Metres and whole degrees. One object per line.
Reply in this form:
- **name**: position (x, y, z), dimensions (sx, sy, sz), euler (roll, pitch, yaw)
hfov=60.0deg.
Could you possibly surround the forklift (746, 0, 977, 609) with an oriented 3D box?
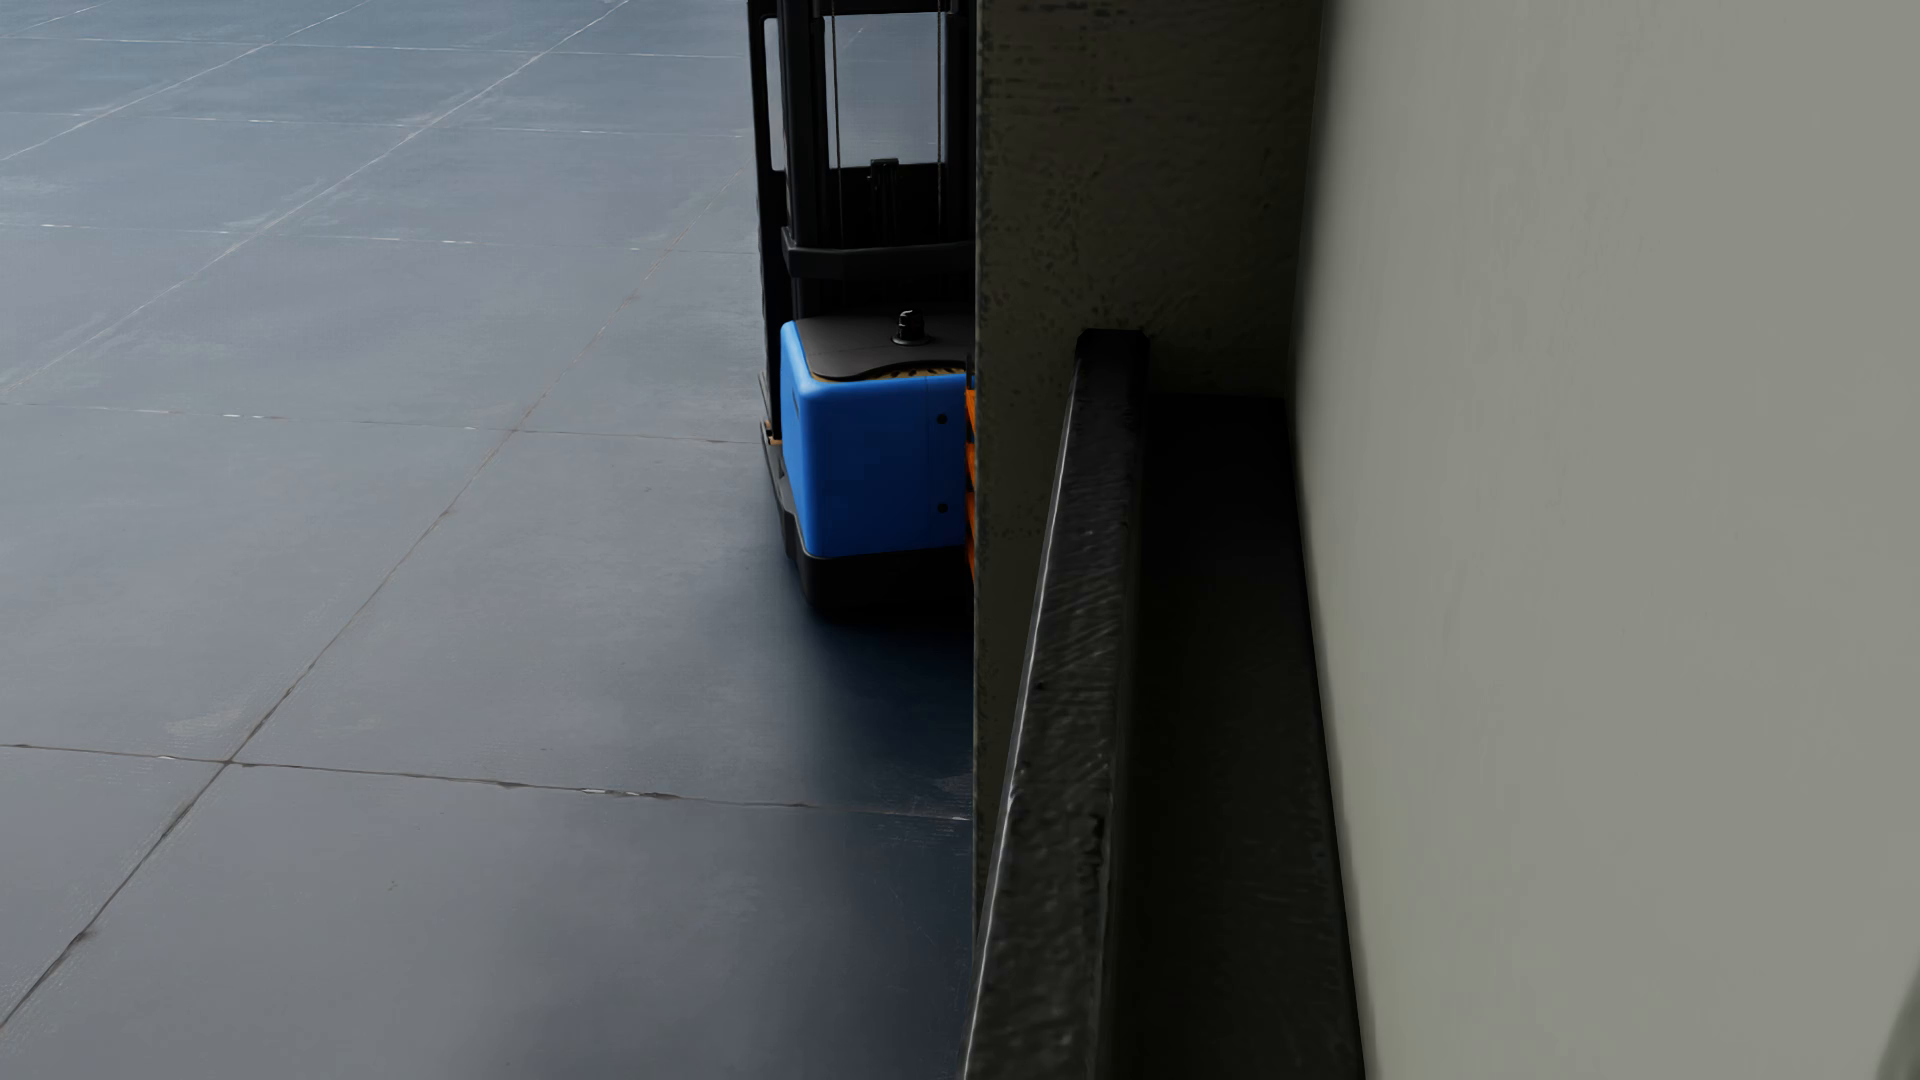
- **forklift**: position (-0.423, -1.679, 7.776), dimensions (1.130, 2.935, 3.031), euler (-5, 29, -10)

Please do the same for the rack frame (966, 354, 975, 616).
- **rack frame**: position (0.144, -0.211, 6.877), dimensions (0.240, 1.200, 0.015), euler (-3, 28, -5)

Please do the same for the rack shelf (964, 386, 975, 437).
- **rack shelf**: position (0.167, -0.442, 6.477), dimensions (0.258, 0.148, 0.480), euler (-3, 28, -5)

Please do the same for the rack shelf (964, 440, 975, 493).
- **rack shelf**: position (0.167, -0.234, 6.589), dimensions (0.258, 0.148, 0.480), euler (-3, 28, -5)

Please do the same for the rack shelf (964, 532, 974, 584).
- **rack shelf**: position (0.167, 0.138, 6.789), dimensions (0.258, 0.148, 0.480), euler (-3, 28, -5)

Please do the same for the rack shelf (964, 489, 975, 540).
- **rack shelf**: position (0.167, -0.037, 6.695), dimensions (0.258, 0.148, 0.480), euler (-3, 28, -5)

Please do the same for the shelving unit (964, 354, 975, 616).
- **shelving unit**: position (0.167, -0.096, 6.663), dimensions (0.258, 1.200, 0.503), euler (-3, 28, -5)
